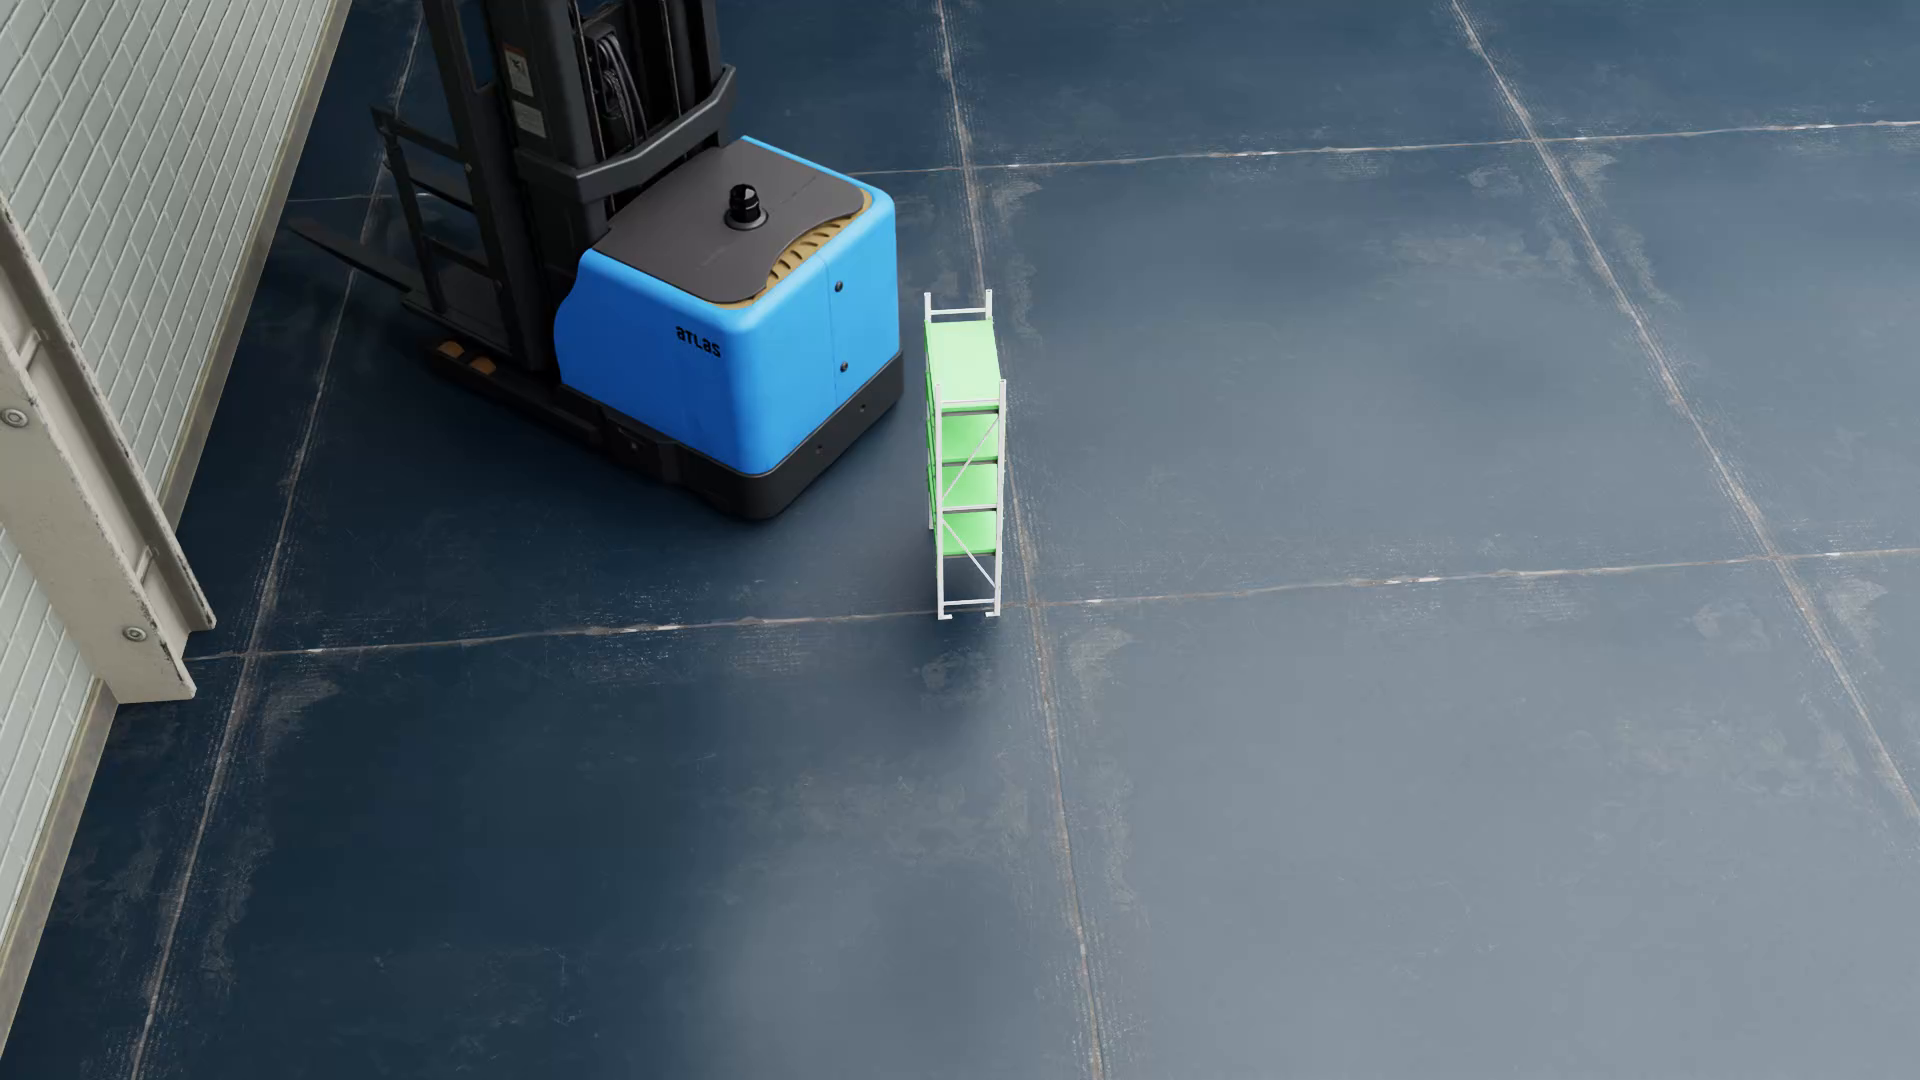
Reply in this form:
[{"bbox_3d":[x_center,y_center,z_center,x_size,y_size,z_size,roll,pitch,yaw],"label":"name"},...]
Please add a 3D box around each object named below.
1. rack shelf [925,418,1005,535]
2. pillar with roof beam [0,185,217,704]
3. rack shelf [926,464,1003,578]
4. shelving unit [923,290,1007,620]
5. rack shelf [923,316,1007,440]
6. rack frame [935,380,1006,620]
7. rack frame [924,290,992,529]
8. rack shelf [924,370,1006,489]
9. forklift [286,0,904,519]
[{"bbox_3d":[0.014,-0.249,6.247,0.258,0.148,0.480,-3,47,-3],"label":"rack shelf"},{"bbox_3d":[1.265,-2.900,3.298,9.100,9.000,0.400,-3,47,-3],"label":"pillar with roof beam"},{"bbox_3d":[0.014,-0.084,6.422,0.258,0.148,0.480,-3,47,-3],"label":"rack shelf"},{"bbox_3d":[0.014,-0.293,6.201,0.258,1.200,0.503,-3,47,-3],"label":"shelving unit"},{"bbox_3d":[0.014,-0.579,5.899,0.258,0.148,0.480,-3,47,-3],"label":"rack shelf"},{"bbox_3d":[0.034,-0.116,6.034,0.240,1.200,0.015,-3,47,-3],"label":"rack frame"},{"bbox_3d":[-0.007,-0.469,6.368,0.240,1.200,0.015,-3,47,-3],"label":"rack frame"},{"bbox_3d":[0.014,-0.414,6.073,0.258,0.148,0.480,-3,47,-3],"label":"rack shelf"},{"bbox_3d":[-1.751,-1.942,6.571,3.031,2.935,1.130,26,52,23],"label":"forklift"}]
